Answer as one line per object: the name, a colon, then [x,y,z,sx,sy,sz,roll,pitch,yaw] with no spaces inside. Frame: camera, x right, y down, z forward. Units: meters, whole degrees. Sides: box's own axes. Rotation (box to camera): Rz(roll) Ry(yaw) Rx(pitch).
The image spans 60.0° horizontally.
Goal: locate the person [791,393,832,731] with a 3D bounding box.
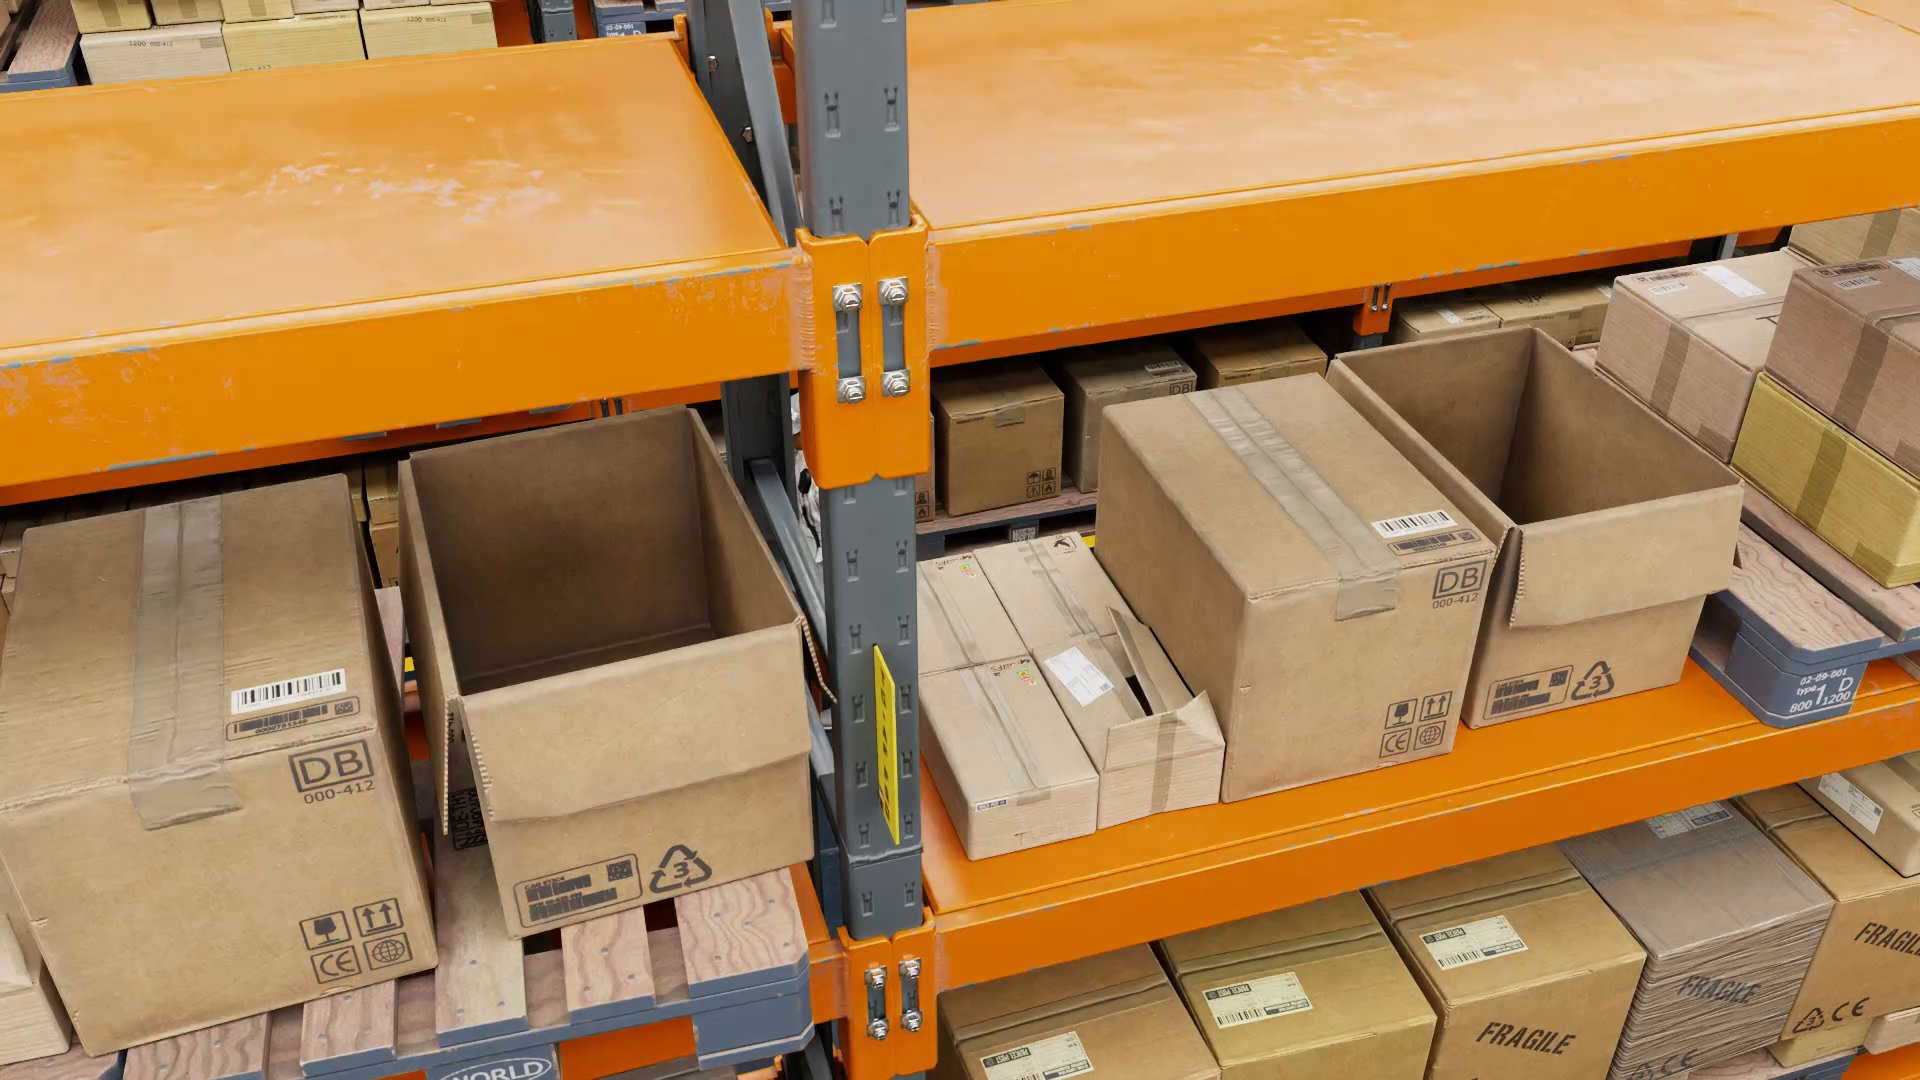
person: [-0.585,0.062,7.341,0.469,1.665,0.537,-10,35,-15]
